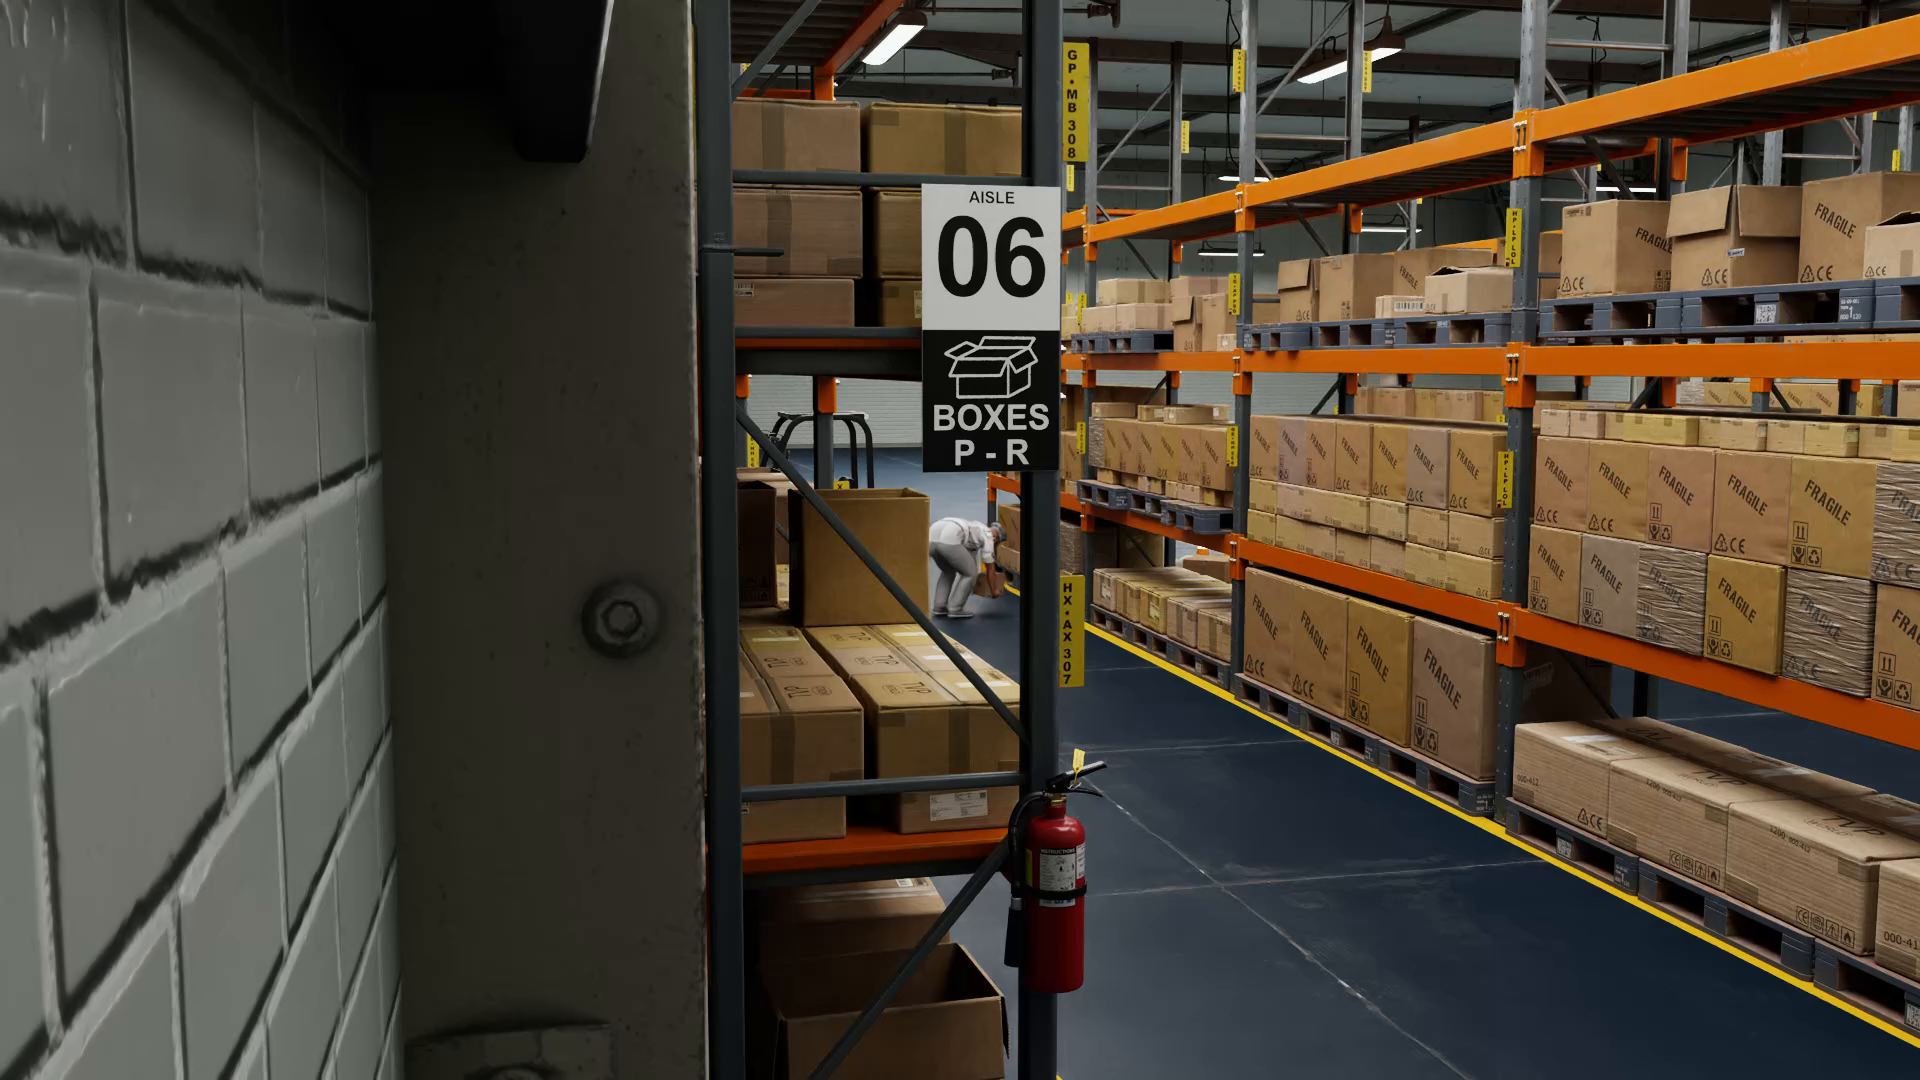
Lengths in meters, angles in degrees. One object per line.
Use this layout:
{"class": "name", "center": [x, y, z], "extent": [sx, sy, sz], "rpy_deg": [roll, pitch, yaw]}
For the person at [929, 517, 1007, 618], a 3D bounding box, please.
{"class": "person", "center": [0.085, 0.276, 17.984], "extent": [1.042, 1.069, 0.515], "rpy_deg": [-5, 8, -40]}
